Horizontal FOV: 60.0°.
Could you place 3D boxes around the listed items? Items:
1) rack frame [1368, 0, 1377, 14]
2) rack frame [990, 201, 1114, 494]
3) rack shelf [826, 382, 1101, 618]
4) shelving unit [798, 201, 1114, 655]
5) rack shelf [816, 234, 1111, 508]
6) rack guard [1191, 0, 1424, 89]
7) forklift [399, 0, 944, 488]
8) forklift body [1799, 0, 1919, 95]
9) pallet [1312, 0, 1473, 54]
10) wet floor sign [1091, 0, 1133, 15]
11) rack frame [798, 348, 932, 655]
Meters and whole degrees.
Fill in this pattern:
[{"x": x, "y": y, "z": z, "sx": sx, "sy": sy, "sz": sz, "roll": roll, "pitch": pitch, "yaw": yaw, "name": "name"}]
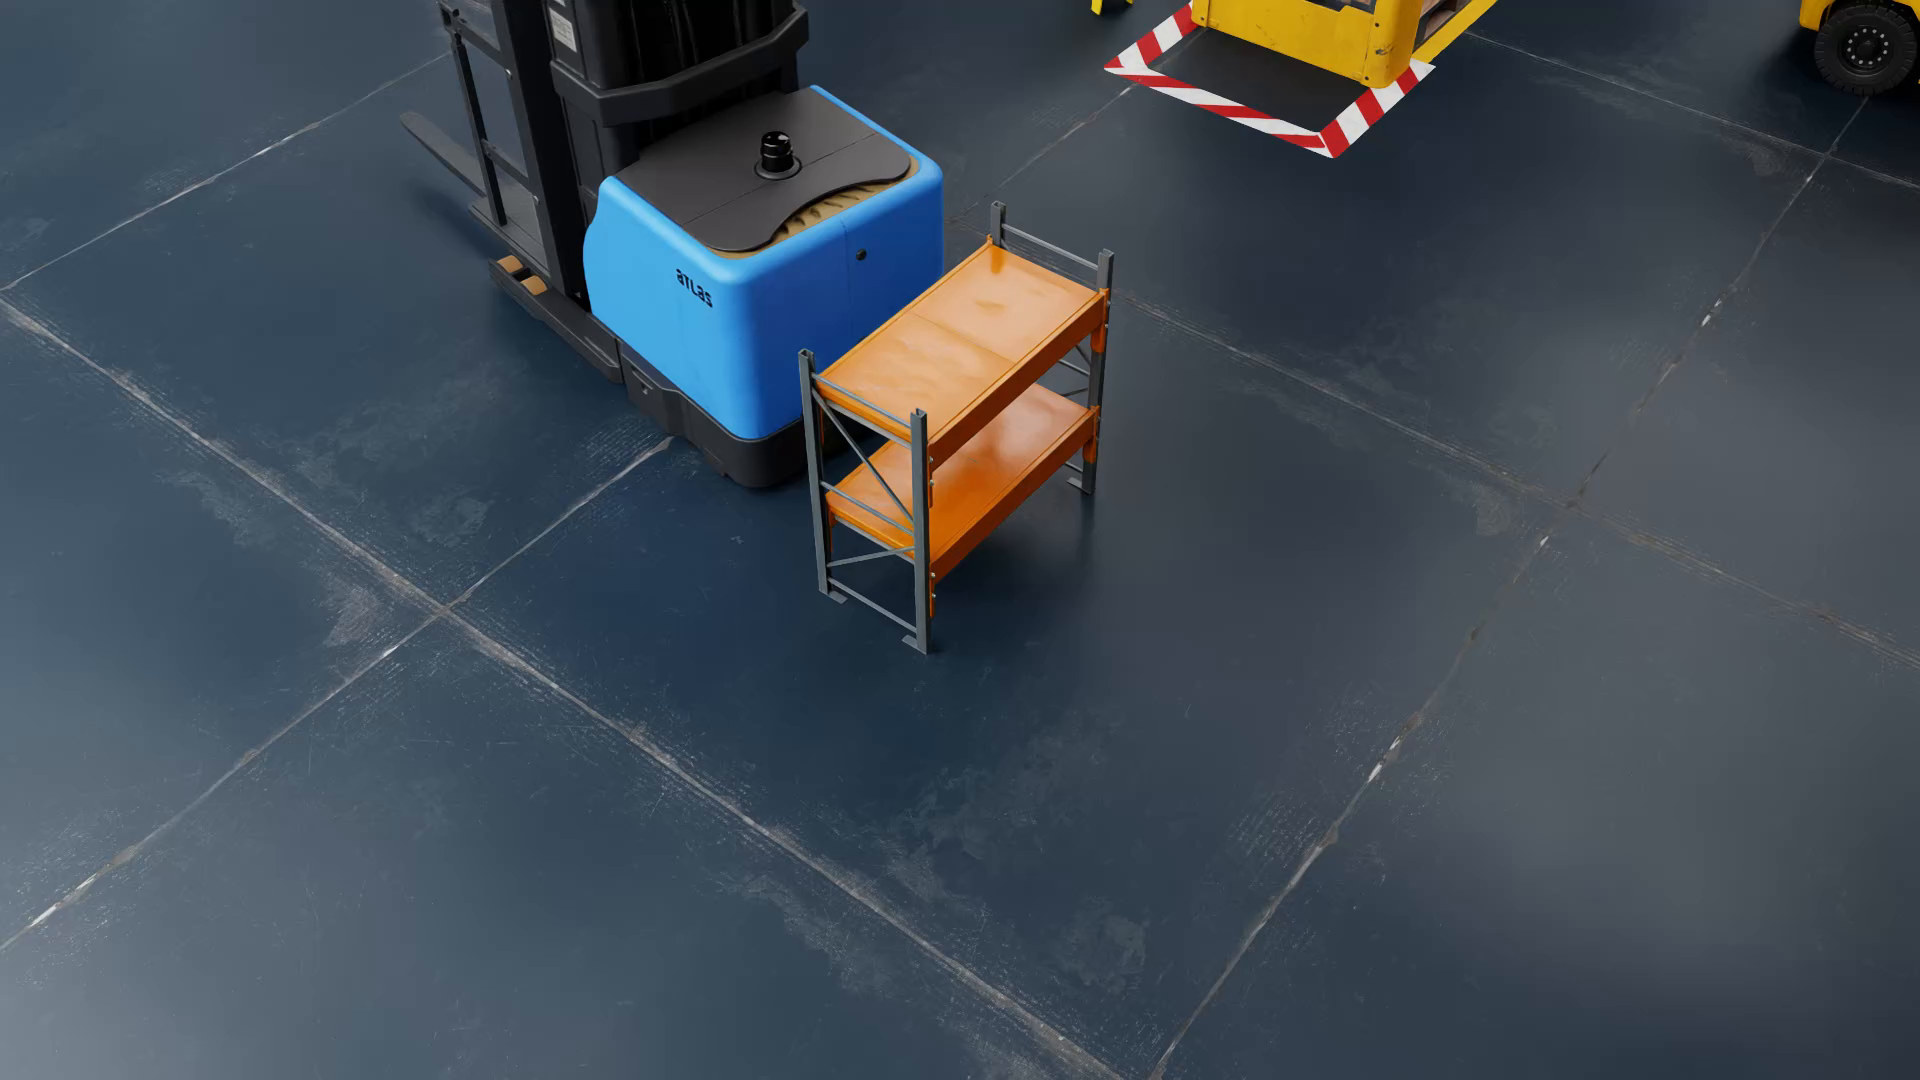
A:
[{"x": 1.734, "y": -3.619, "z": 7.633, "sx": 1.000, "sy": 3.000, "sz": 0.127, "roll": 29, "pitch": 53, "yaw": 25, "name": "rack frame"}, {"x": 0.315, "y": -0.683, "z": 6.125, "sx": 0.500, "sy": 1.125, "sz": 0.032, "roll": 29, "pitch": 53, "yaw": 25, "name": "rack frame"}, {"x": 0.004, "y": -0.224, "z": 6.024, "sx": 0.538, "sy": 0.278, "sz": 1.000, "roll": 29, "pitch": 53, "yaw": 25, "name": "rack shelf"}, {"x": 0.004, "y": -0.392, "z": 5.847, "sx": 0.538, "sy": 1.125, "sz": 1.048, "roll": 29, "pitch": 53, "yaw": 25, "name": "shelving unit"}, {"x": 0.004, "y": -0.595, "z": 5.635, "sx": 0.538, "sy": 0.278, "sz": 1.000, "roll": 29, "pitch": 53, "yaw": 25, "name": "rack shelf"}, {"x": 1.781, "y": -2.800, "z": 8.579, "sx": 1.175, "sy": 0.500, "sz": 0.348, "roll": 29, "pitch": 53, "yaw": 25, "name": "rack guard"}, {"x": -1.397, "y": -2.200, "z": 6.324, "sx": 1.130, "sy": 2.935, "sz": 3.031, "roll": -33, "pitch": 54, "yaw": -27, "name": "forklift"}, {"x": 5.380, "y": -3.026, "z": 7.653, "sx": 2.313, "sy": 2.155, "sz": 1.214, "roll": 29, "pitch": 53, "yaw": 25, "name": "forklift body"}, {"x": 2.306, "y": -3.149, "z": 9.112, "sx": 1.003, "sy": 0.211, "sz": 1.213, "roll": 29, "pitch": 53, "yaw": 25, "name": "pallet"}, {"x": 0.771, "y": -3.171, "z": 8.832, "sx": 0.232, "sy": 0.644, "sz": 0.267, "roll": -25, "pitch": 51, "yaw": -22, "name": "wet floor sign"}, {"x": -0.307, "y": -0.102, "z": 5.569, "sx": 0.500, "sy": 1.125, "sz": 0.032, "roll": 29, "pitch": 53, "yaw": 25, "name": "rack frame"}]
